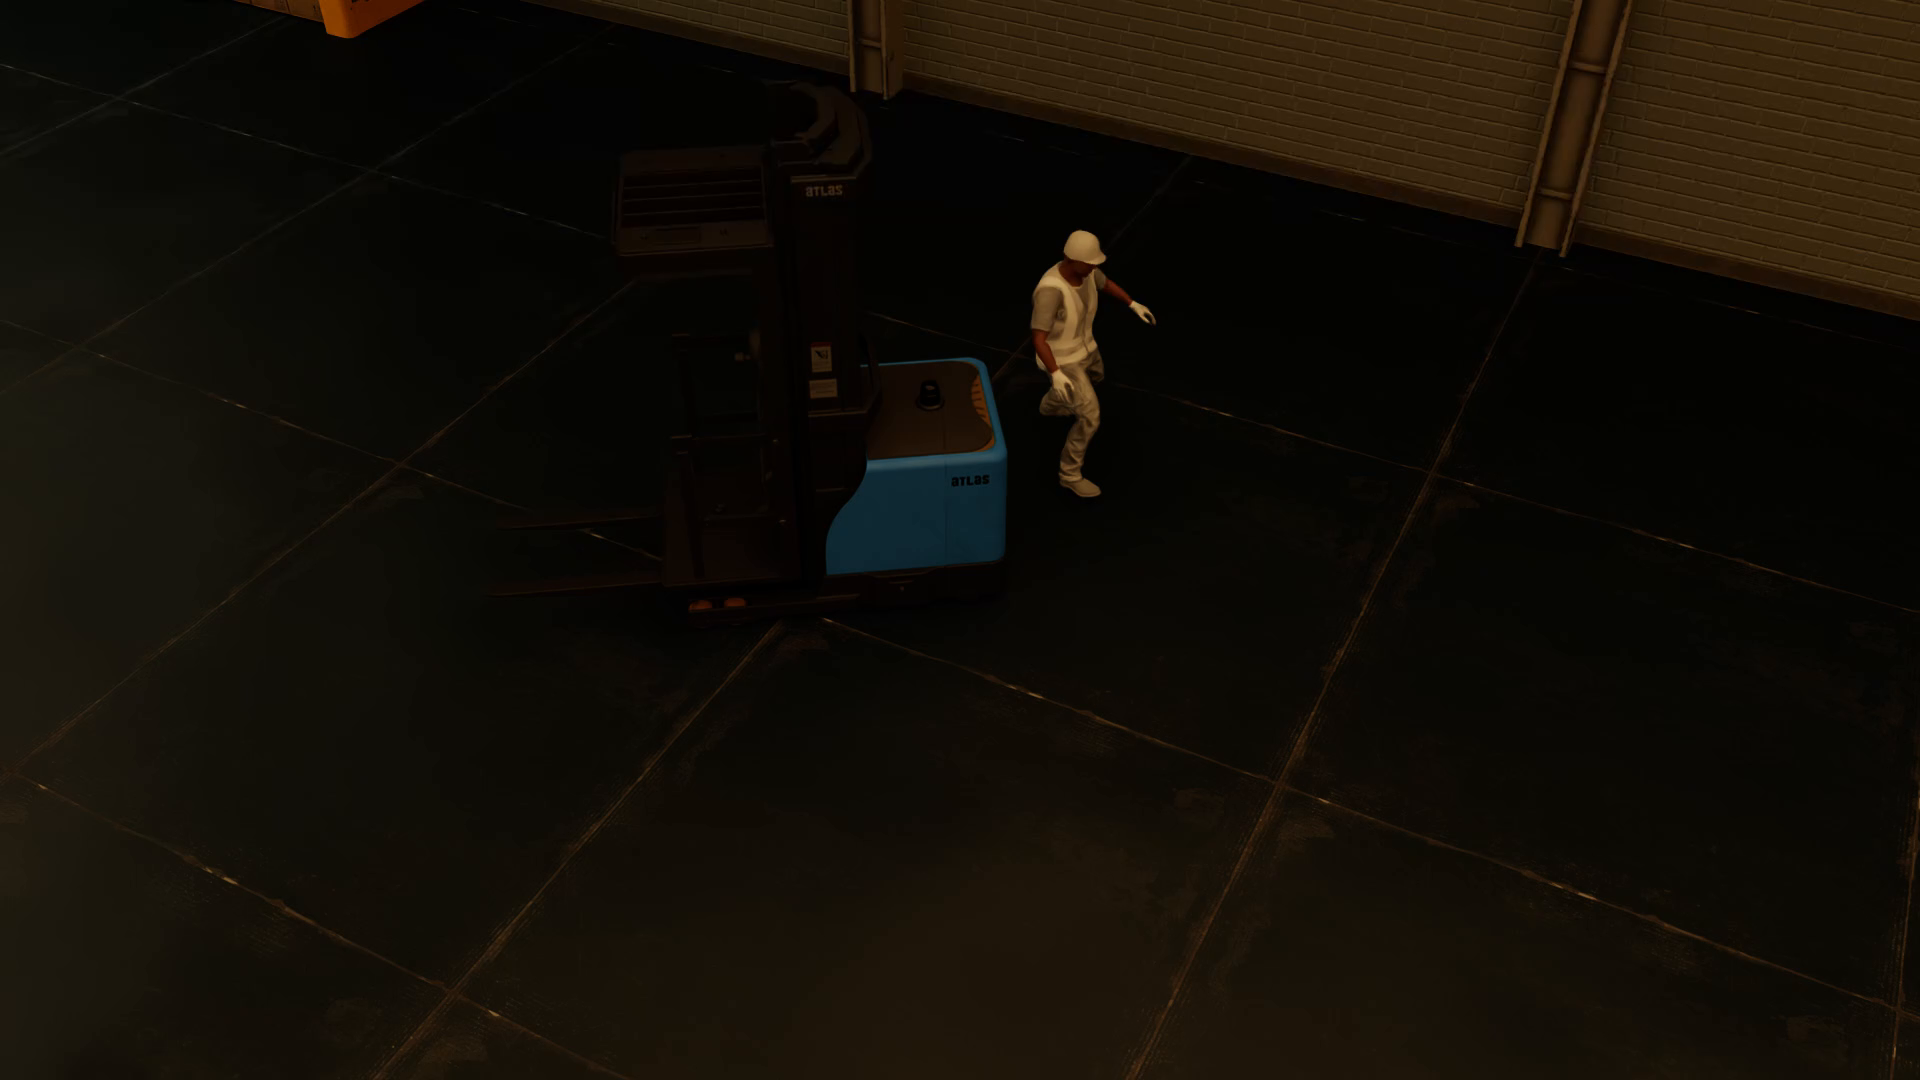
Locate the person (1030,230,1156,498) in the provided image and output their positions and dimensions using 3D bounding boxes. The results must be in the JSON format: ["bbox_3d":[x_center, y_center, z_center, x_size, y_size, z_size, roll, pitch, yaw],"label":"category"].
[{"bbox_3d":[0.770,-1.218,10.484,0.830,1.631,1.025,22,45,24],"label":"person"}]

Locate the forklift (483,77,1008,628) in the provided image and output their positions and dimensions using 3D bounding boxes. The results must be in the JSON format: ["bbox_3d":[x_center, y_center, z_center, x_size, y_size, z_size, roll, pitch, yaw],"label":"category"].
[{"bbox_3d":[-1.279,-0.971,9.139,3.031,2.935,1.130,-5,40,-6],"label":"forklift"}]
